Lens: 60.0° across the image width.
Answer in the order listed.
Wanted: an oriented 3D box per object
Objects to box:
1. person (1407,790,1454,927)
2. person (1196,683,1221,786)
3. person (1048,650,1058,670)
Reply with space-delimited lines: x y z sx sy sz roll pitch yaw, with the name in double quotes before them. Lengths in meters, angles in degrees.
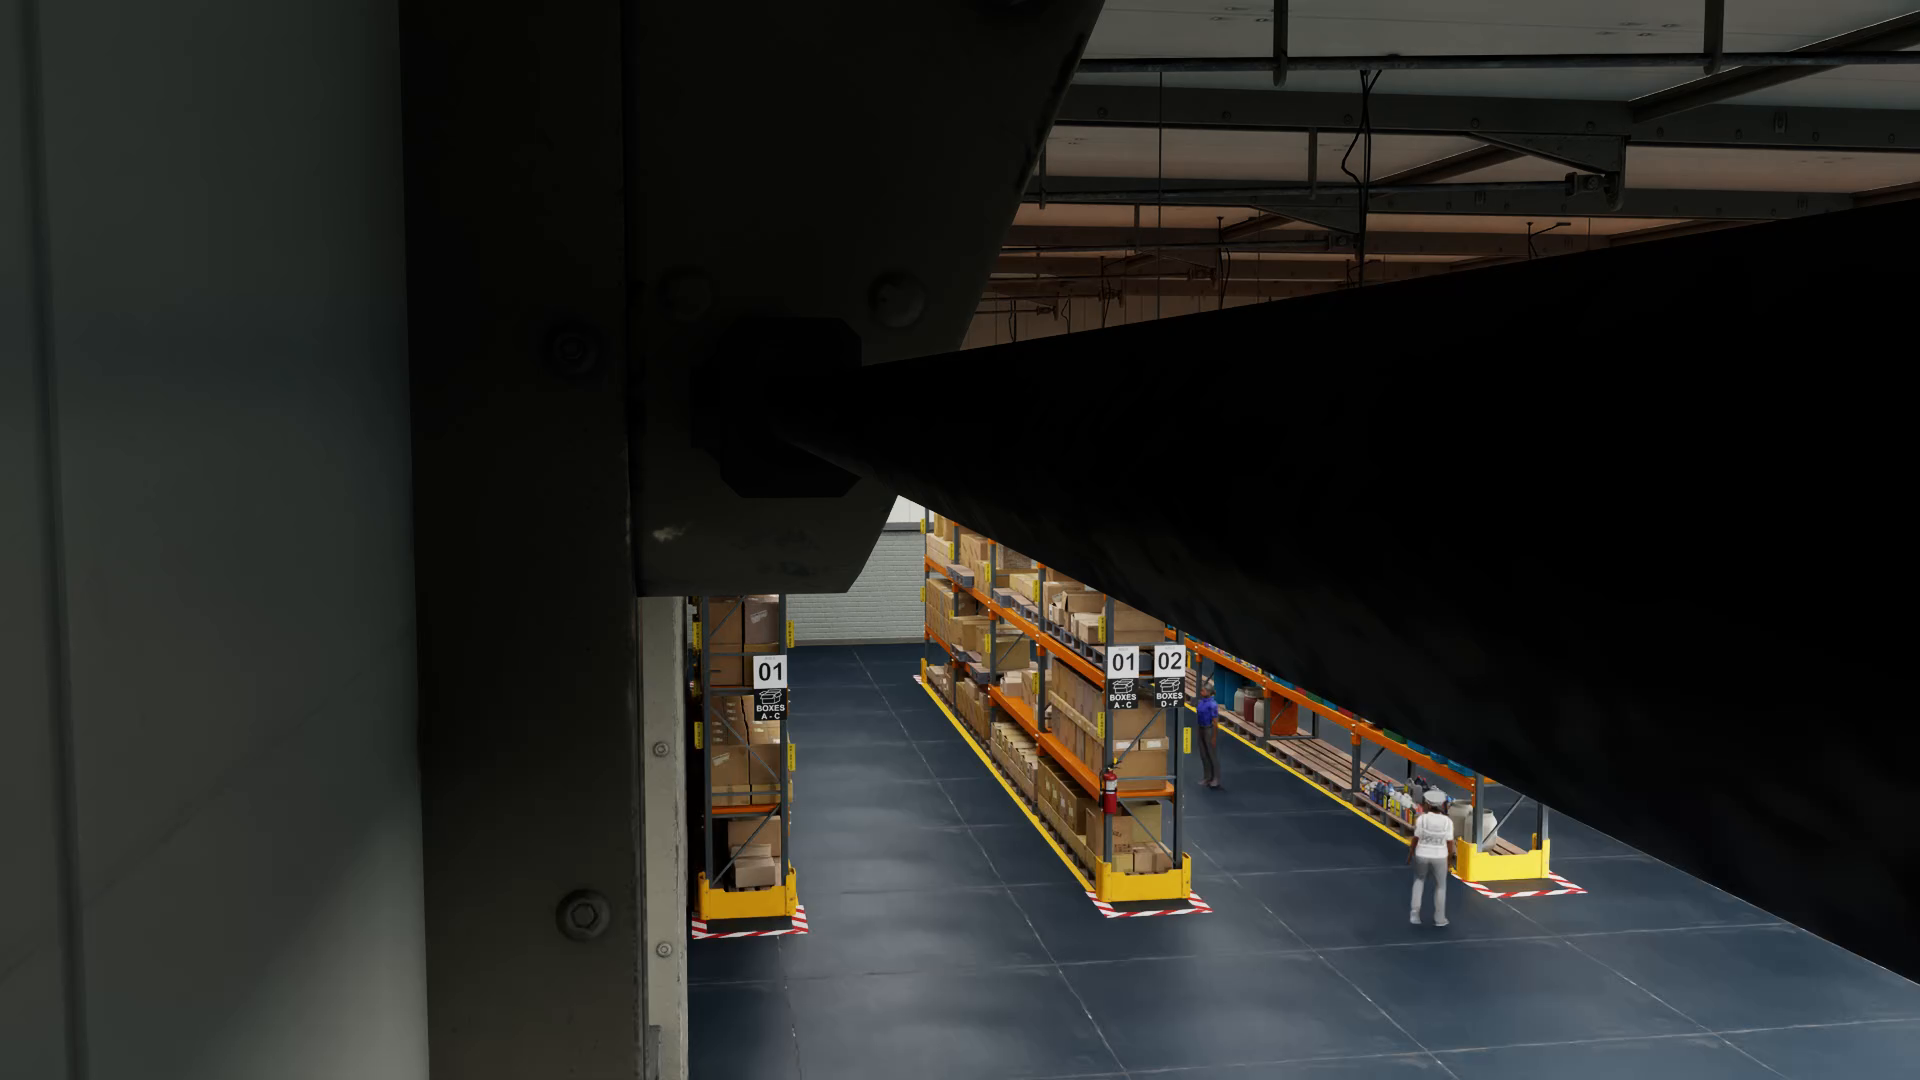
"person" 5.582 3.778 19.740 0.541 1.663 0.552 2 6 25
"person" 4.035 3.160 26.831 0.366 1.685 0.546 -2 5 -20
"person" 2.042 2.476 34.962 0.598 1.730 0.586 1 5 16
